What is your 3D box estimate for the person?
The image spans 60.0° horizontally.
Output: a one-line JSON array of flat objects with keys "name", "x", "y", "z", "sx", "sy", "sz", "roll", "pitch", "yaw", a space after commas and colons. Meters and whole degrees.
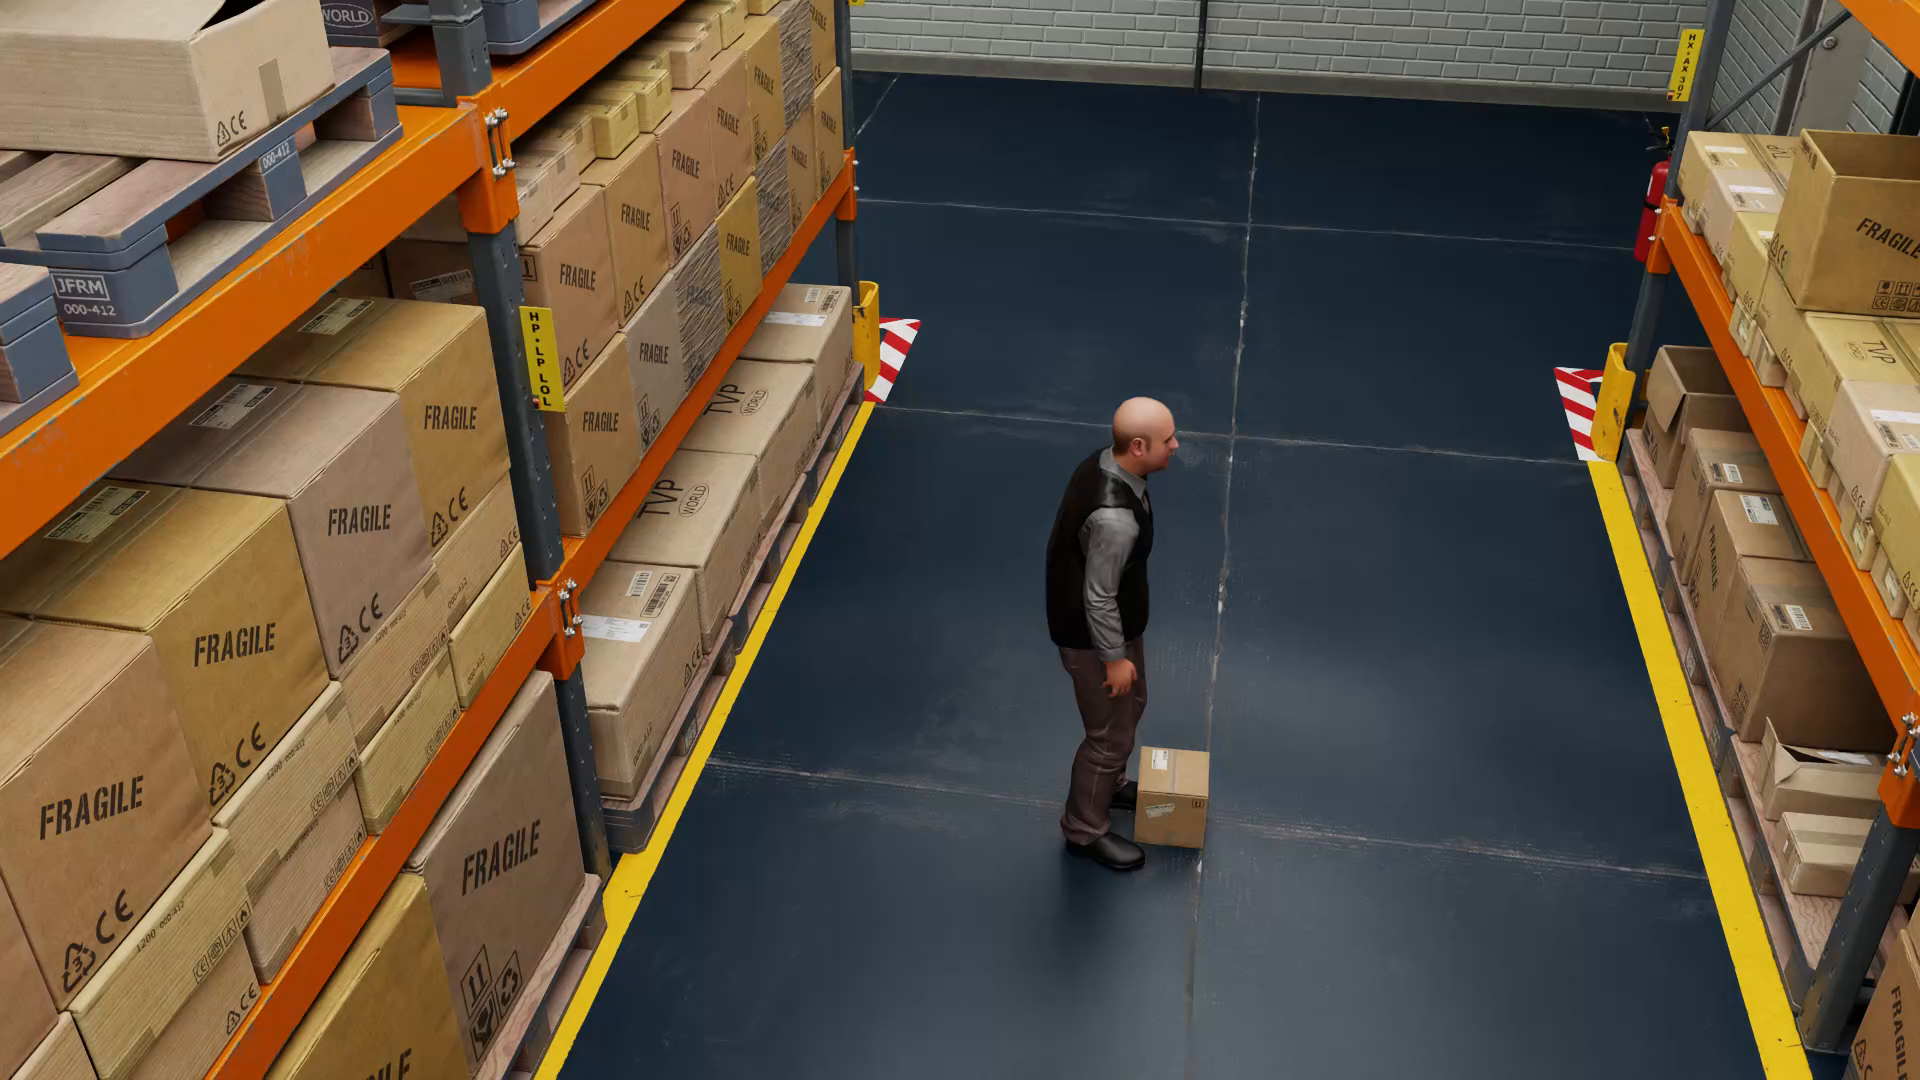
[{"name": "person", "x": 0.519, "y": 0.293, "z": 5.694, "sx": 0.462, "sy": 1.721, "sz": 0.588, "roll": 4, "pitch": 32, "yaw": 7}]
